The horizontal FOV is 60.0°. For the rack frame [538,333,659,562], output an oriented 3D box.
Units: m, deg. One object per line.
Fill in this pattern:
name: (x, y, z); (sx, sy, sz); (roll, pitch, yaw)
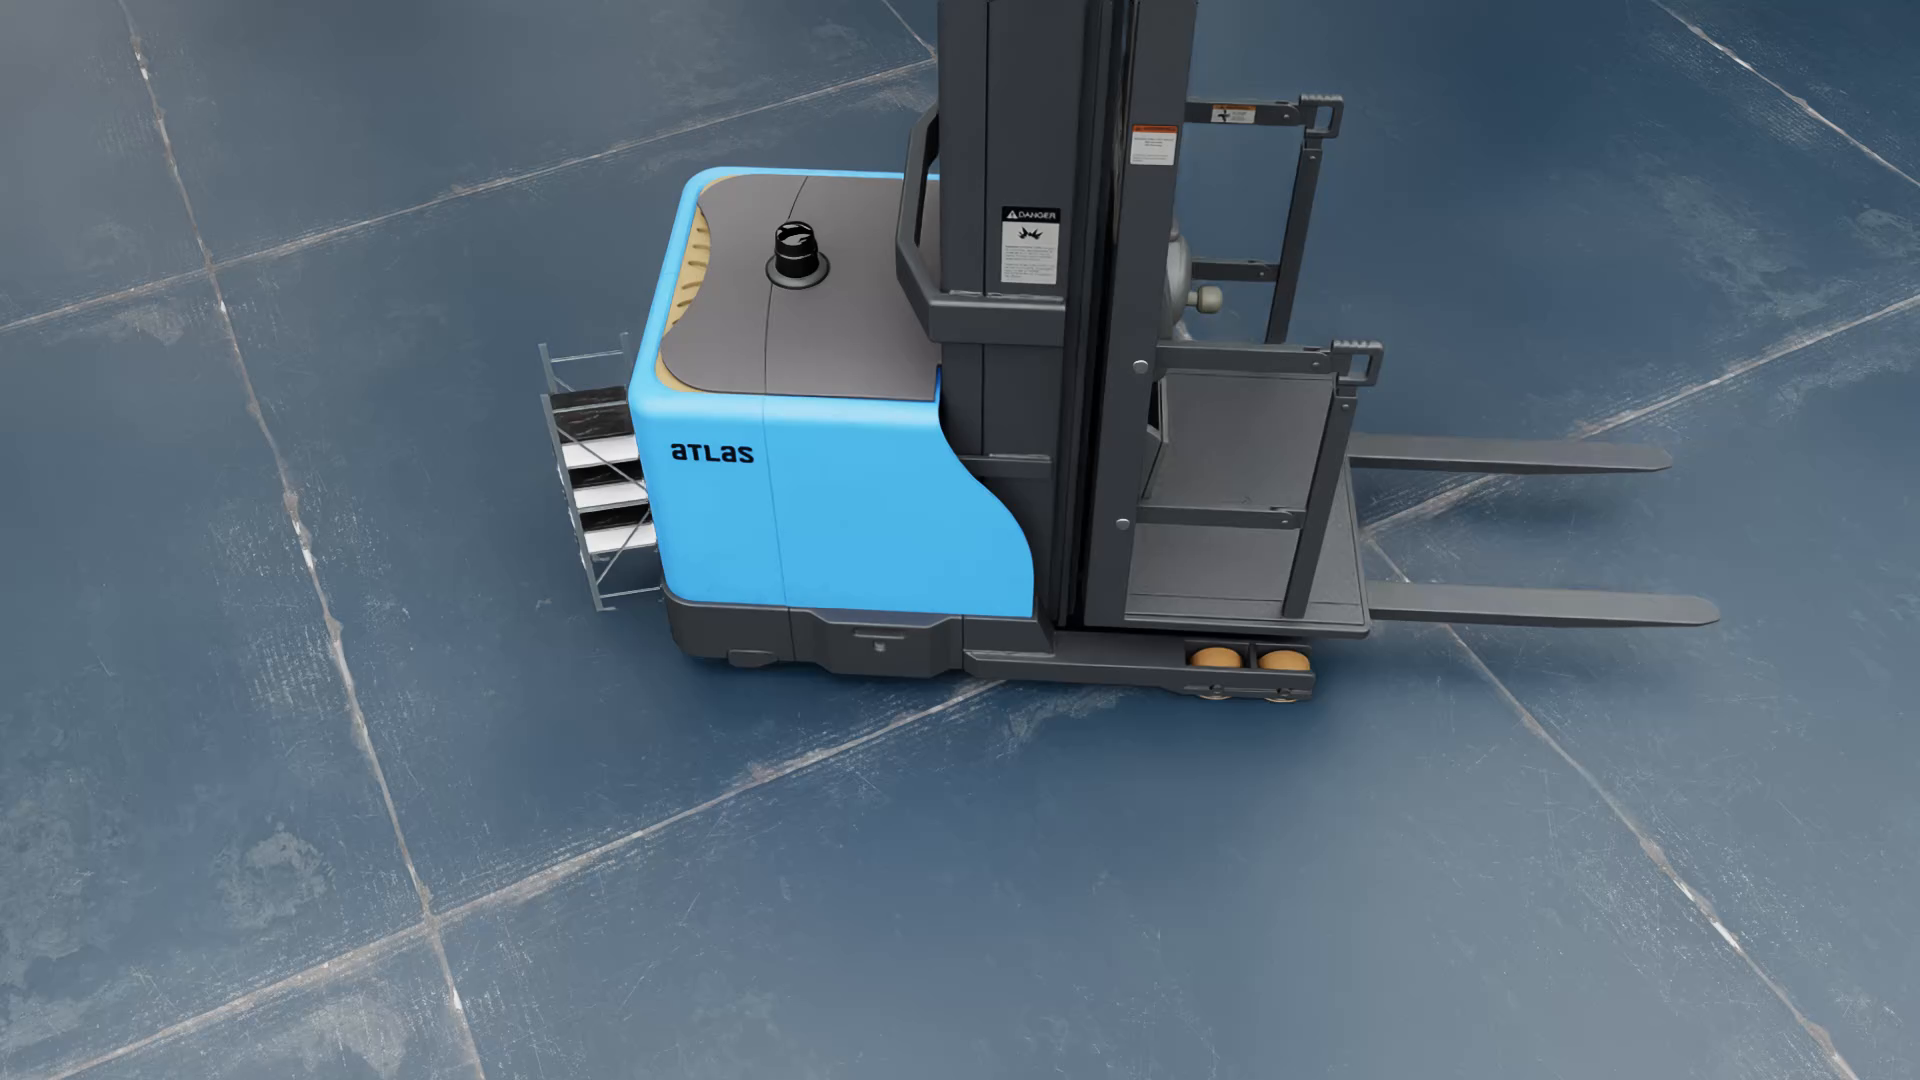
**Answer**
rack frame: (-1.027, -0.250, 4.870); (0.240, 0.900, 0.006); (-8, 49, -7)

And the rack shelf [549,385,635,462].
rack shelf: (-1.008, -0.332, 4.627); (0.258, 0.077, 0.200); (-8, 49, -7)

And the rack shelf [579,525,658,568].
rack shelf: (-1.007, -0.034, 4.964); (0.258, 0.077, 0.200); (-8, 49, -7)

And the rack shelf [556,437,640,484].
rack shelf: (-1.008, -0.272, 4.694); (0.258, 0.077, 0.200); (-8, 49, -7)

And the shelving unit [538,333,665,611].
shelving unit: (-1.008, -0.175, 4.804); (0.258, 0.900, 0.210); (-8, 49, -7)

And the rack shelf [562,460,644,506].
rack shelf: (-1.008, -0.212, 4.762); (0.258, 0.077, 0.200); (-8, 49, -7)

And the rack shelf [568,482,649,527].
rack shelf: (-1.008, -0.153, 4.829); (0.258, 0.077, 0.200); (-8, 49, -7)

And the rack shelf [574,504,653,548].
rack shelf: (-1.008, -0.093, 4.897); (0.258, 0.077, 0.200); (-8, 49, -7)

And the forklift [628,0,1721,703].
forklift: (0.684, -0.907, 4.096); (3.031, 2.935, 1.130); (3, 49, 2)

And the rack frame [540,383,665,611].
rack frame: (-0.988, -0.100, 4.738); (0.240, 0.900, 0.006); (-8, 49, -7)
